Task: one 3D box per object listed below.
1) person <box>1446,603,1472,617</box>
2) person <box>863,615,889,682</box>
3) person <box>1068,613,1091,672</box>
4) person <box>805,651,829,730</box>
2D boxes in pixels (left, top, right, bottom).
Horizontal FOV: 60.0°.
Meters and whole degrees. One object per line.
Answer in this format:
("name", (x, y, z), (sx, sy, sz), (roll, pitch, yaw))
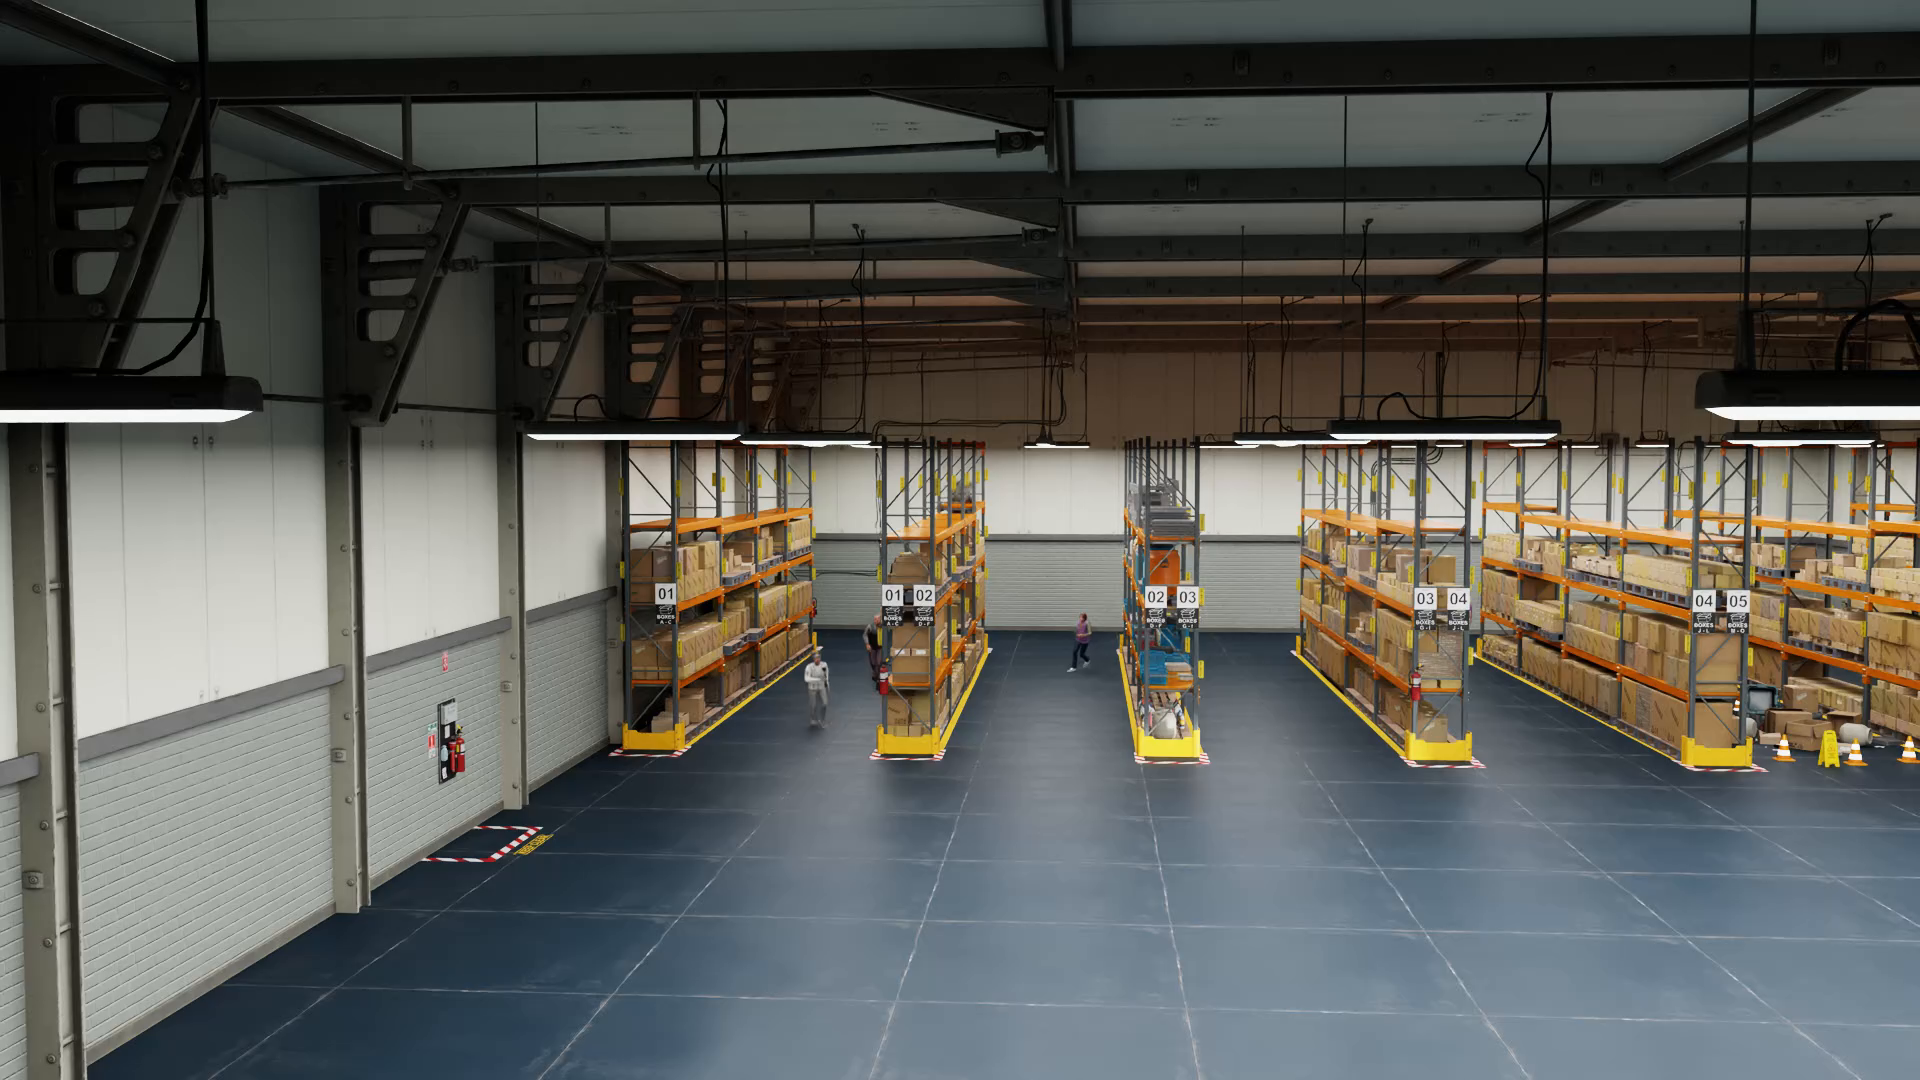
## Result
("person", (14.197, 2.366, 47.452), (0.733, 1.757, 0.920), (1, 3, 26))
("person", (-2.085, 2.687, 41.376), (0.657, 1.665, 0.557), (0, 3, -6))
("person", (3.214, 2.656, 43.150), (0.581, 1.538, 0.840), (2, 4, 36))
("person", (-2.948, 3.073, 34.263), (0.544, 1.632, 0.898), (-1, 3, -14))
